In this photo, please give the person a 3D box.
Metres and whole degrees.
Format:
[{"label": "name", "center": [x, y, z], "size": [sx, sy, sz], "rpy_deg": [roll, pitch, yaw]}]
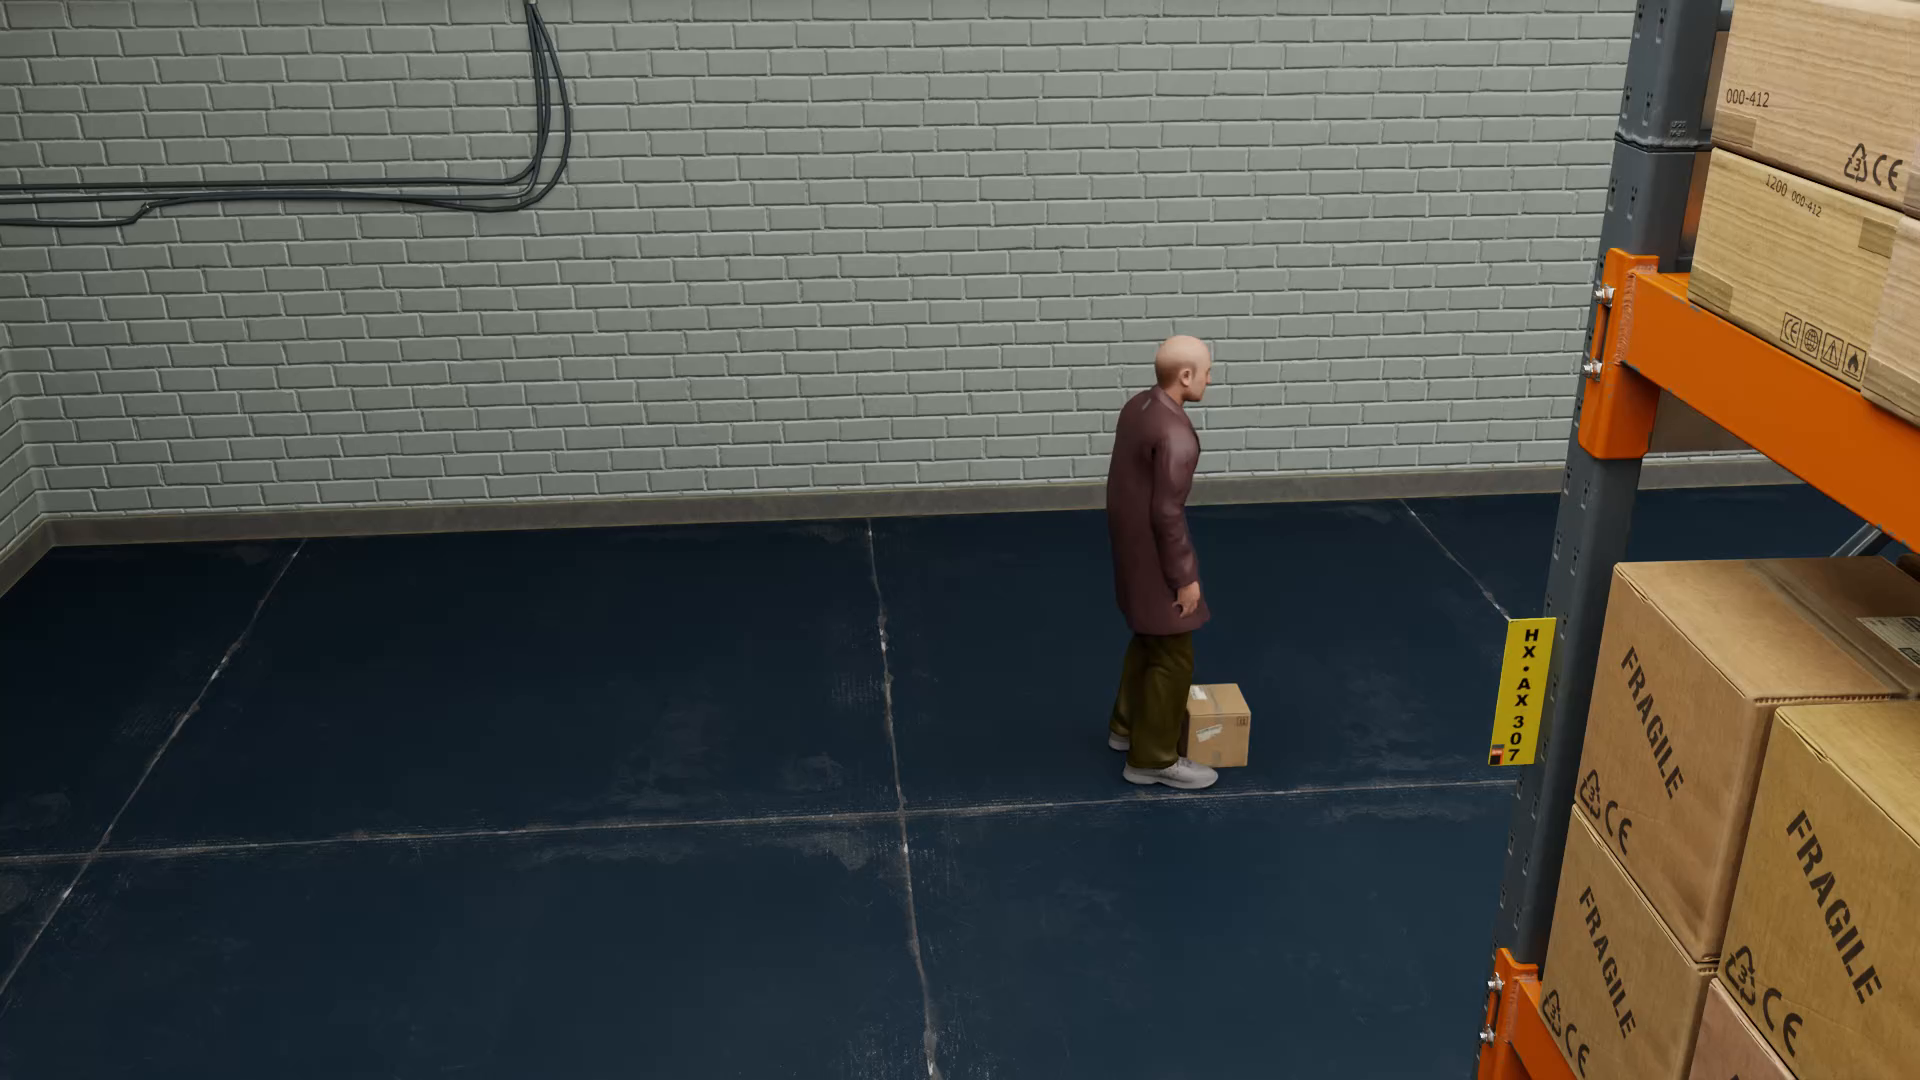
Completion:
[{"label": "person", "center": [0.781, 0.072, 6.452], "size": [0.427, 1.773, 0.633], "rpy_deg": [-3, 24, -7]}]
